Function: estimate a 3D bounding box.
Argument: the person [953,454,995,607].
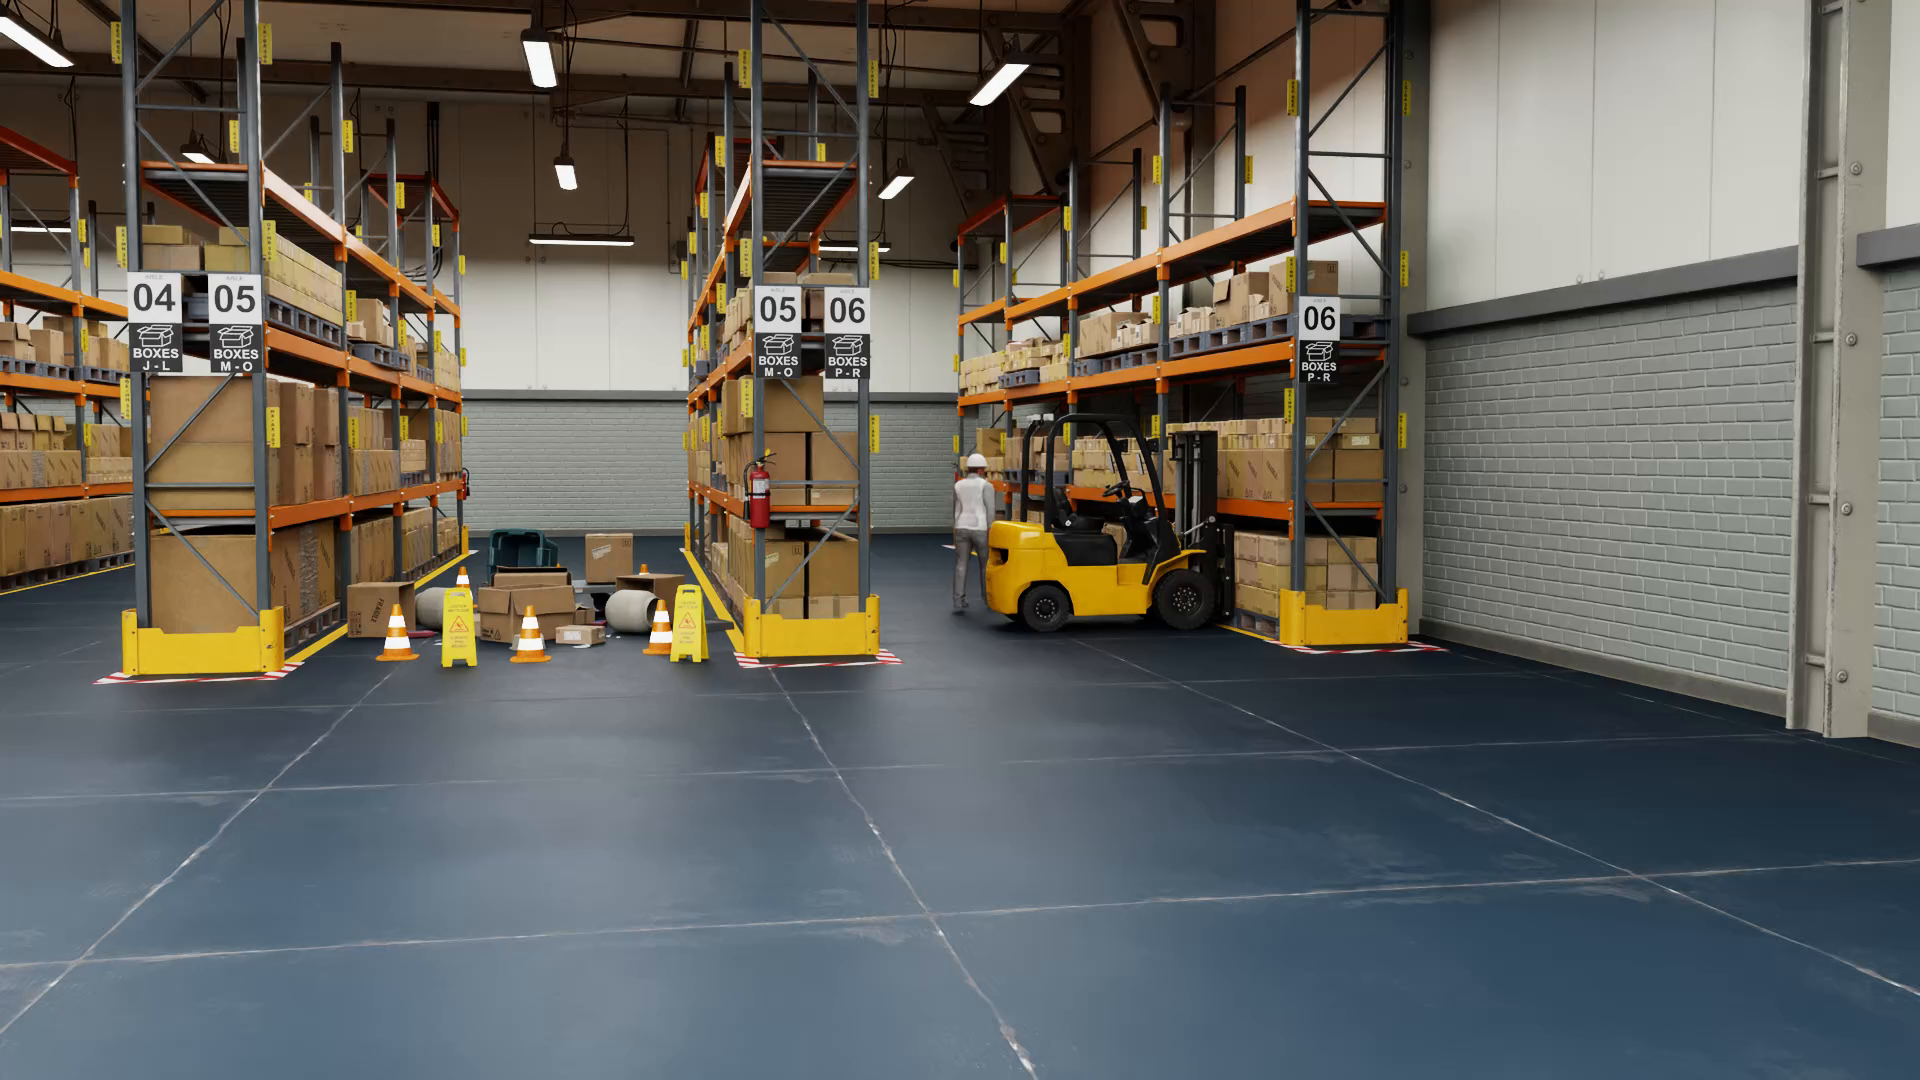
[{"bbox_3d":[0.176,-0.113,18.820,0.552,1.722,0.948,1,3,20],"label":"person"}]
